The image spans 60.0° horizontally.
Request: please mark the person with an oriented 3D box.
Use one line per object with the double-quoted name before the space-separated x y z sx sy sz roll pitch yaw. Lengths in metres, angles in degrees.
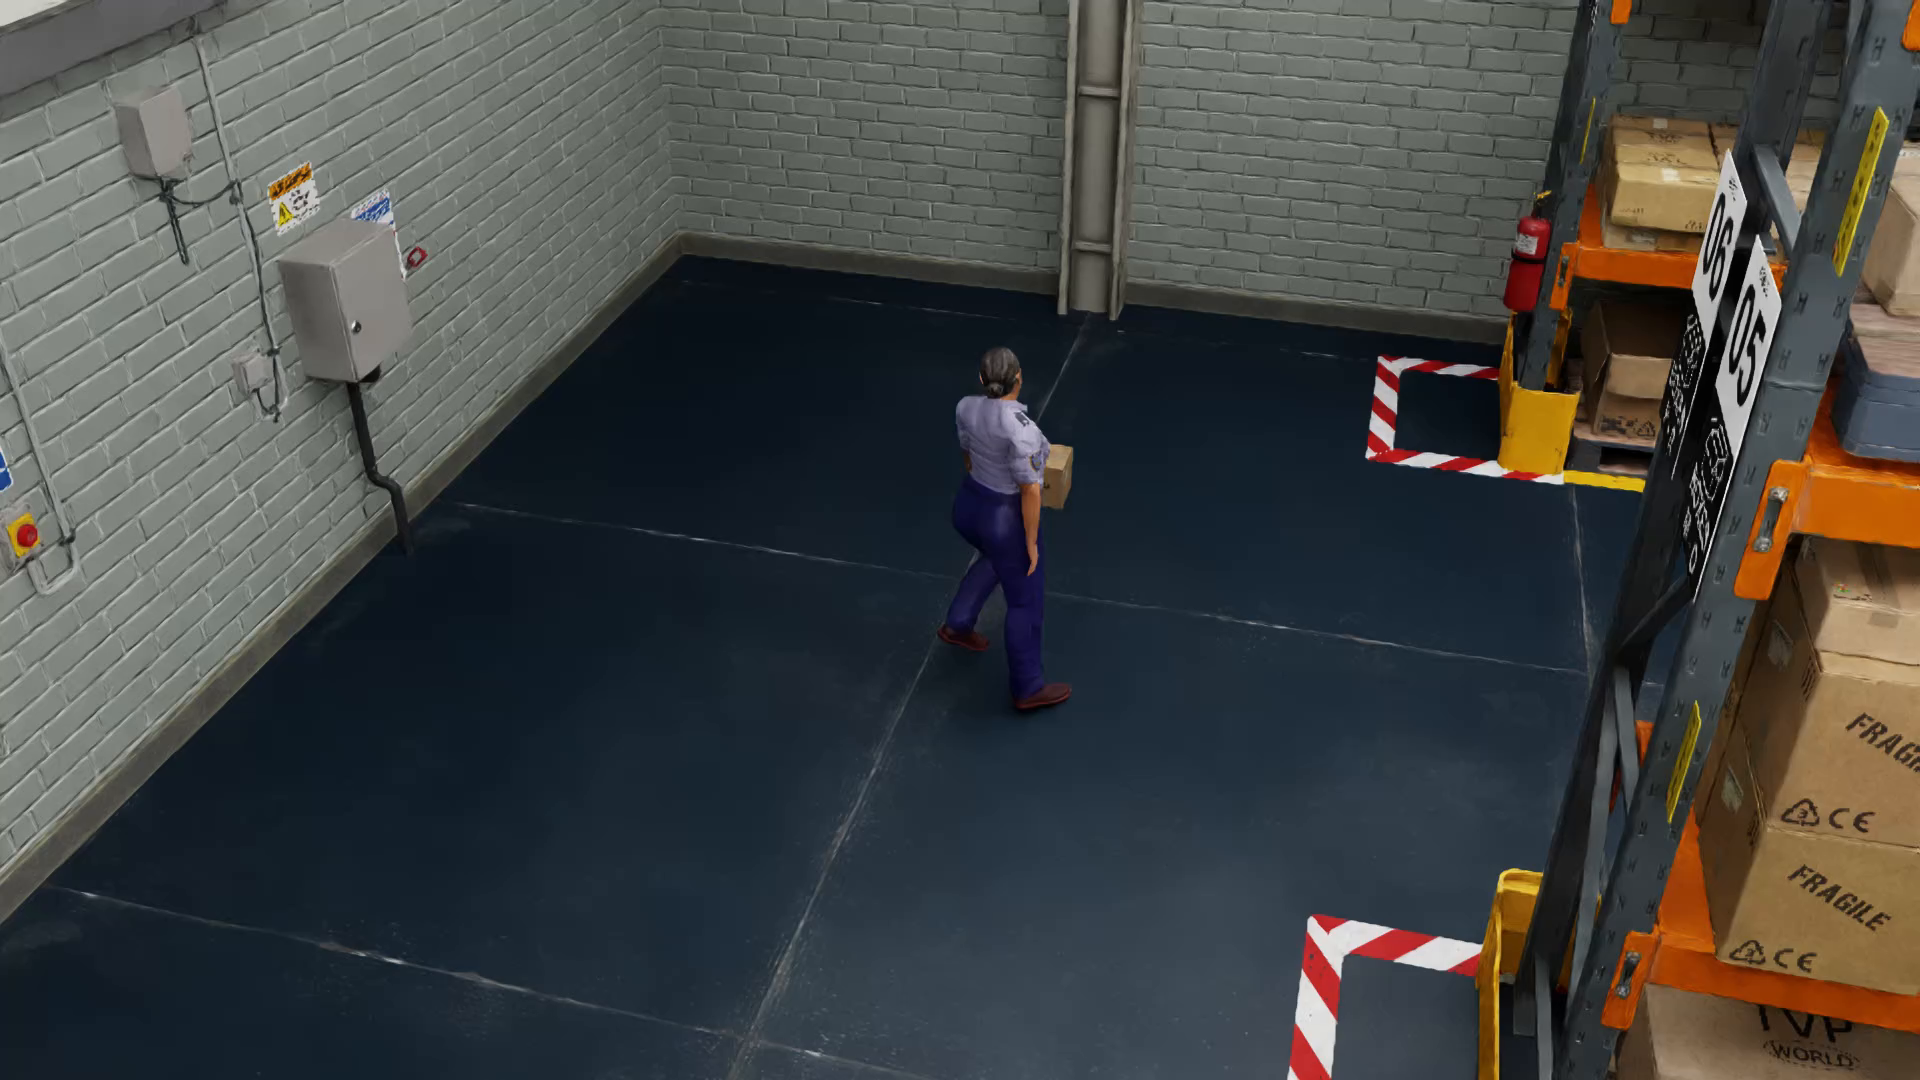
"person" 0.253 -0.070 7.258 0.437 1.633 0.635 -28 43 -36
